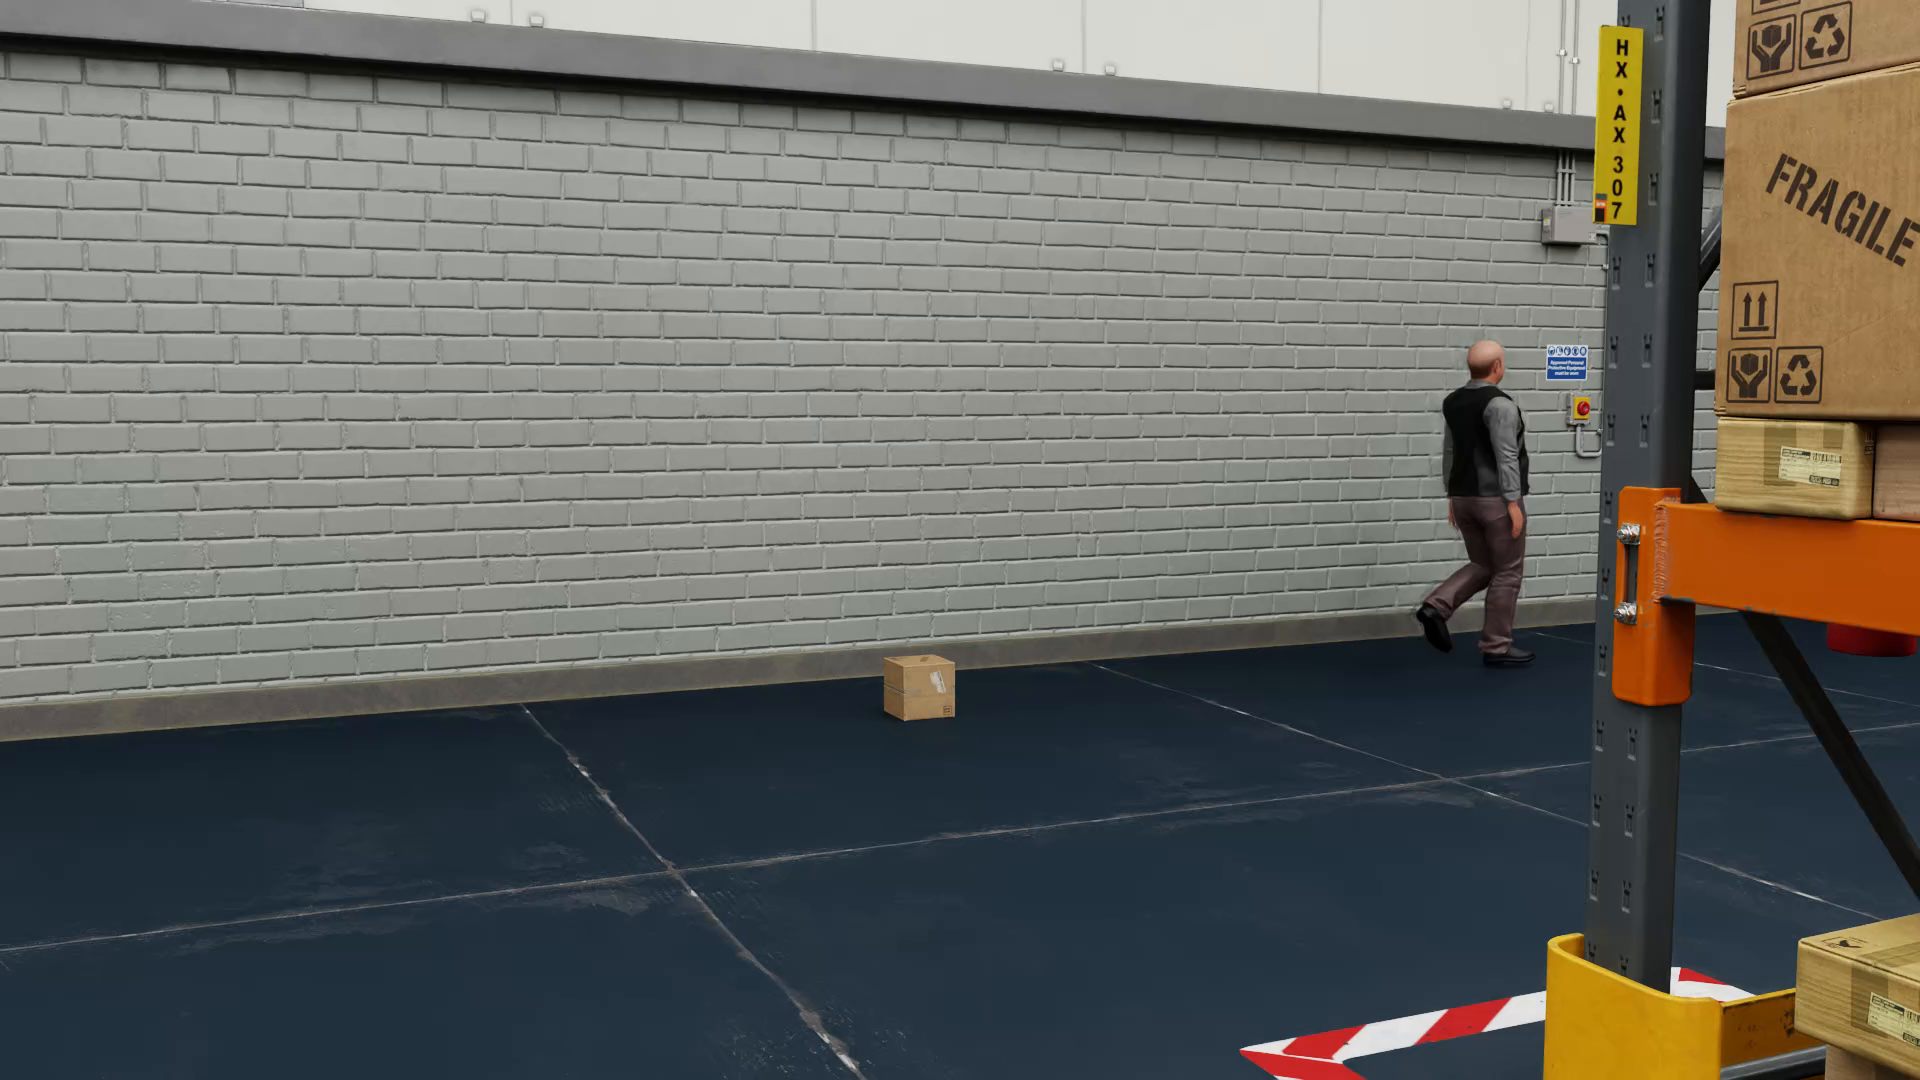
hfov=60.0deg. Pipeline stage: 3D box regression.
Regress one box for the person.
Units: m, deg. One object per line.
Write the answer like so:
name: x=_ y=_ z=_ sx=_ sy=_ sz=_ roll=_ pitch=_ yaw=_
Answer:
person: x=2.756 y=-0.195 z=8.786 sx=0.621 sy=1.706 sz=0.541 roll=-2 pitch=6 yaw=-20
